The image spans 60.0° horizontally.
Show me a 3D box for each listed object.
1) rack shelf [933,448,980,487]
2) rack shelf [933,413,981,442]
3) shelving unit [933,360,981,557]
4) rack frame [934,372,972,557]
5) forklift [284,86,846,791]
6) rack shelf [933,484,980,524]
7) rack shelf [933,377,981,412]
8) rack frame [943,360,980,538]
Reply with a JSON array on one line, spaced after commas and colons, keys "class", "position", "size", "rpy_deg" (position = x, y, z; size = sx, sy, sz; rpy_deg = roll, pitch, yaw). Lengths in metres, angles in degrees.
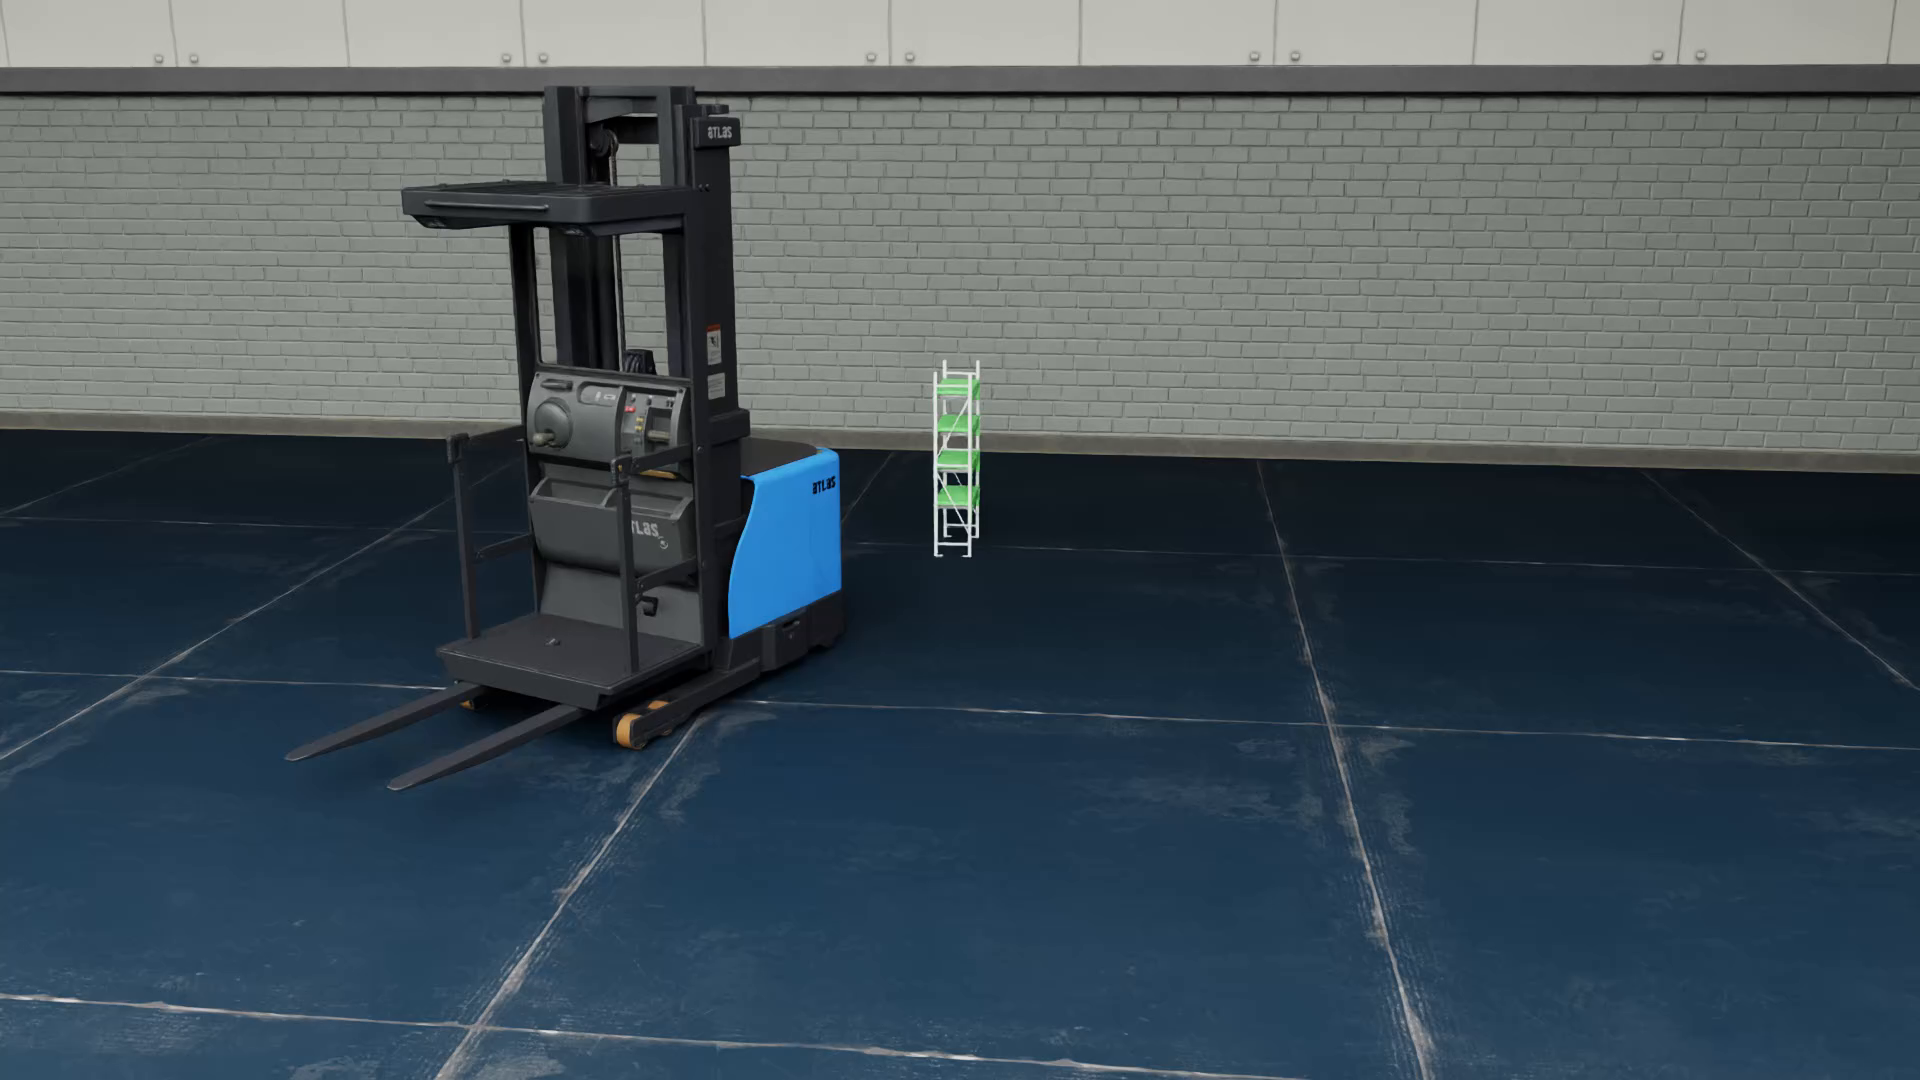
[{"class": "rack shelf", "position": [-0.019, -0.475, 10.863], "size": [0.258, 0.148, 0.480], "rpy_deg": [2, 15, 6]}, {"class": "rack shelf", "position": [-0.019, -0.706, 10.801], "size": [0.258, 0.148, 0.480], "rpy_deg": [2, 15, 6]}, {"class": "shelving unit", "position": [-0.019, -0.536, 10.847], "size": [0.258, 1.200, 0.503], "rpy_deg": [2, 15, 6]}, {"class": "rack frame", "position": [-0.046, -0.473, 10.613], "size": [0.240, 1.200, 0.015], "rpy_deg": [2, 15, 6]}, {"class": "forklift", "position": [-1.789, -0.590, 7.730], "size": [1.130, 2.935, 3.031], "rpy_deg": [8, 17, 28]}, {"class": "rack shelf", "position": [-0.019, -0.243, 10.926], "size": [0.258, 0.148, 0.480], "rpy_deg": [2, 15, 6]}, {"class": "rack shelf", "position": [-0.019, -0.938, 10.738], "size": [0.258, 0.148, 0.480], "rpy_deg": [2, 15, 6]}, {"class": "rack frame", "position": [0.009, -0.600, 11.081], "size": [0.240, 1.200, 0.015], "rpy_deg": [2, 15, 6]}]
